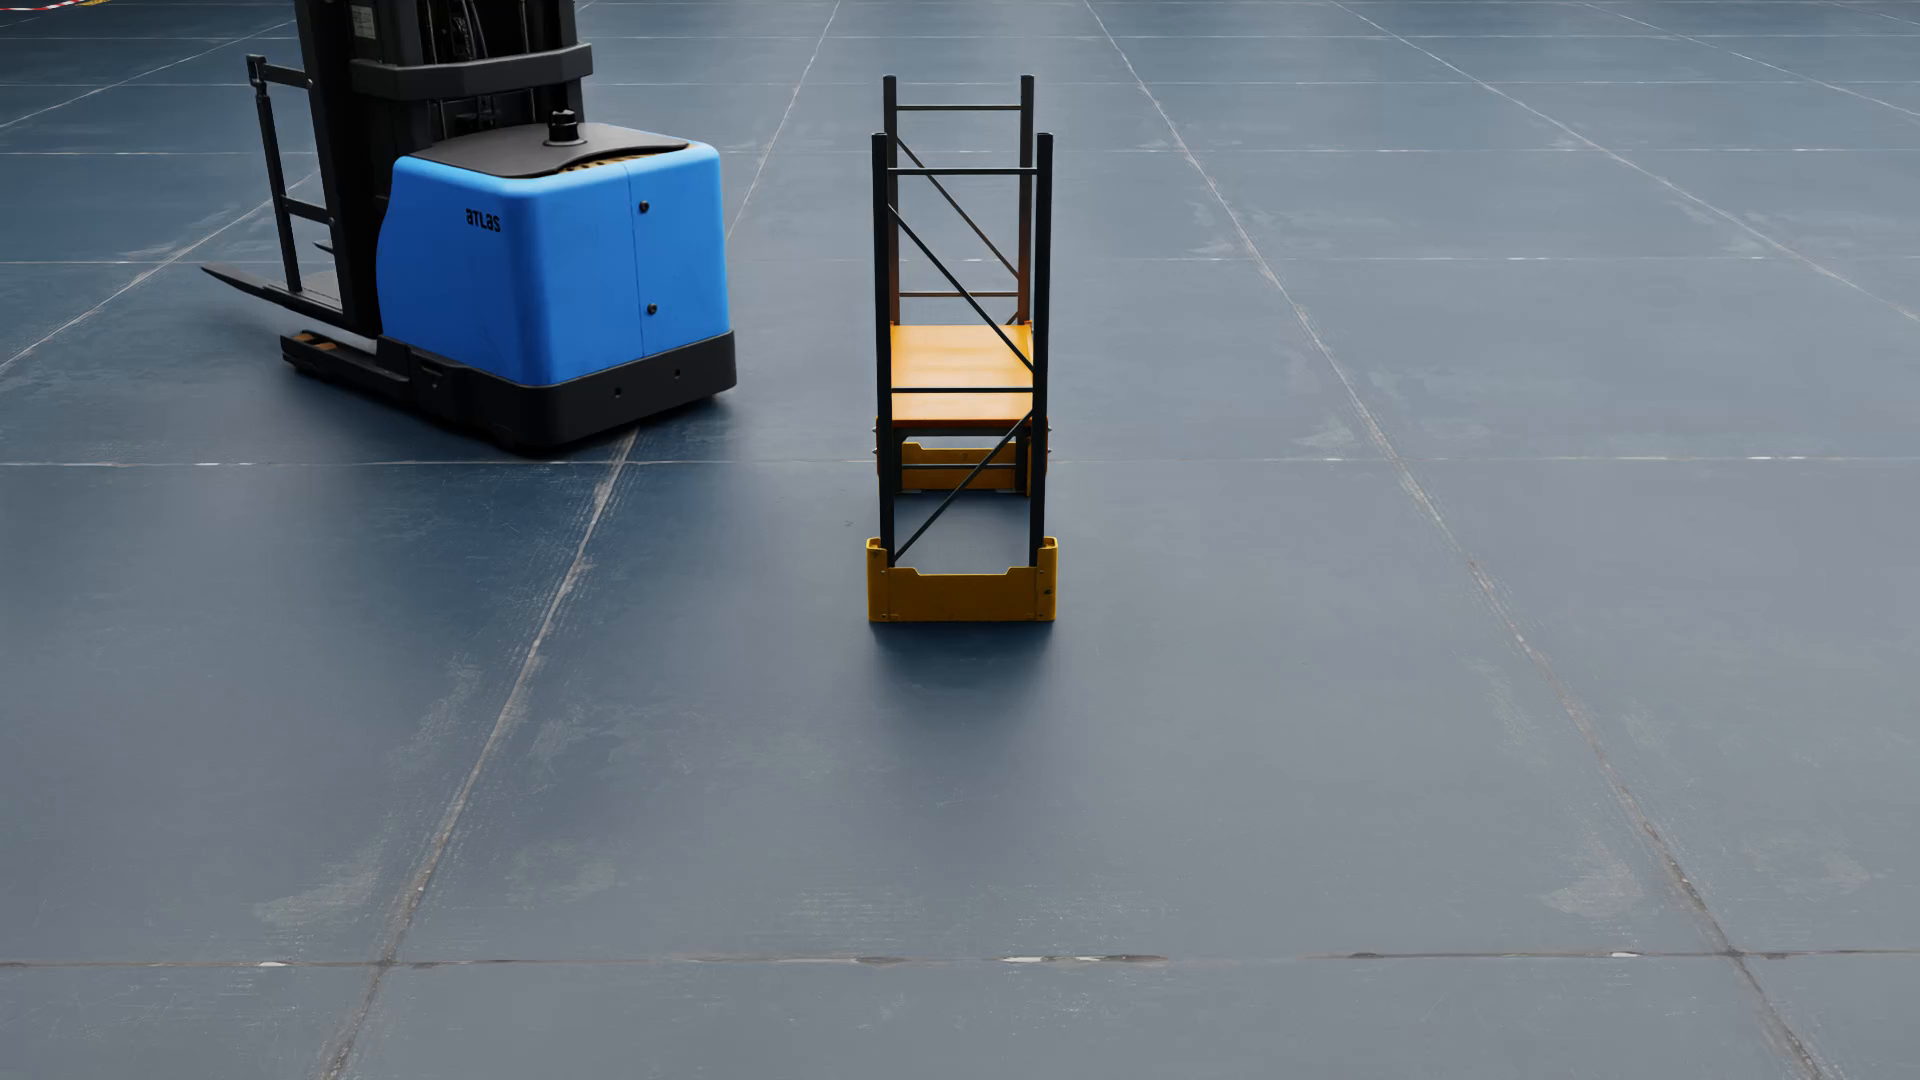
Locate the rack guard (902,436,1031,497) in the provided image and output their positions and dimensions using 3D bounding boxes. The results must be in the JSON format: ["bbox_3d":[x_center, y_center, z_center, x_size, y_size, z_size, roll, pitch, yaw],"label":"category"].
[{"bbox_3d":[-0.005,-0.288,6.083,0.587,0.250,0.087,0,24,-1],"label":"rack guard"}]

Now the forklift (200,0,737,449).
[{"bbox_3d":[-2.388,-2.180,7.014,3.031,2.935,1.130,20,31,37],"label":"forklift"}]

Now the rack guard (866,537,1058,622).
[{"bbox_3d":[0.006,0.123,5.175,0.587,0.250,0.087,0,24,-1],"label":"rack guard"}]

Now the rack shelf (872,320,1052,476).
[{"bbox_3d":[0.001,-0.484,5.437,0.538,0.185,1.000,0,24,-1],"label":"rack shelf"}]

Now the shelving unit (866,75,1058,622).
[{"bbox_3d":[0.001,-0.652,5.371,0.587,1.500,1.083,0,24,-1],"label":"shelving unit"}]

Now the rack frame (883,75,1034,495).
[{"bbox_3d":[-0.005,-0.858,5.826,0.500,1.500,0.032,0,24,-1],"label":"rack frame"}]

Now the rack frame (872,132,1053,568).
[{"bbox_3d":[0.006,-0.439,4.900,0.500,1.500,0.032,0,24,-1],"label":"rack frame"}]
